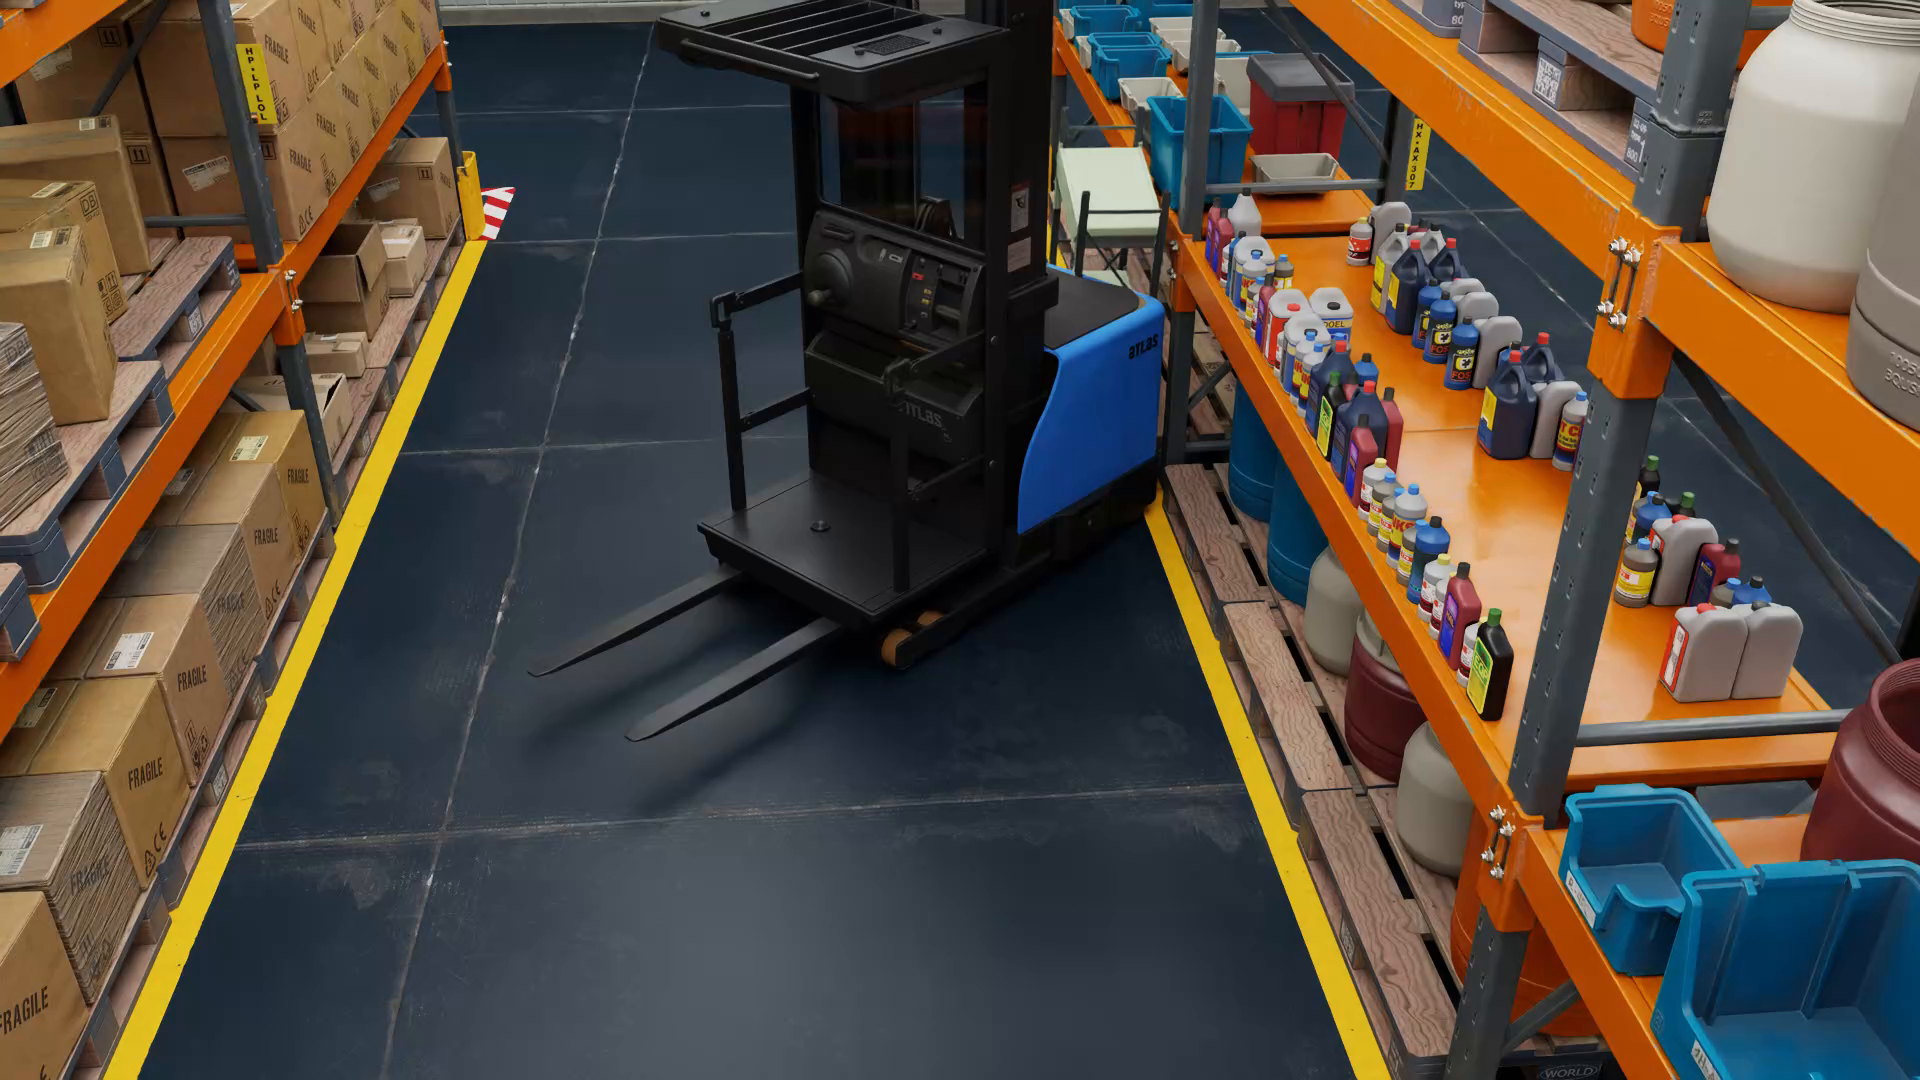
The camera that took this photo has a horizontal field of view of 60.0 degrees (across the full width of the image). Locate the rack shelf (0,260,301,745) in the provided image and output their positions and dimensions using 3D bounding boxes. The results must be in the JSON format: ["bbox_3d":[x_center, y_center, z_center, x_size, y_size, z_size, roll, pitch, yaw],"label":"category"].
[{"bbox_3d":[-3.252,-0.015,5.551,1.077,0.370,4.000,-3,31,-5],"label":"rack shelf"}]

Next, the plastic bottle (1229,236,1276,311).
[{"bbox_3d":[1.192,-1.085,6.763,0.152,0.276,0.135,-3,31,-5],"label":"plastic bottle"}]

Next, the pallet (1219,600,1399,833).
[{"bbox_3d":[1.641,0.637,6.477,1.003,0.211,1.213,-3,31,-5],"label":"pallet"}]

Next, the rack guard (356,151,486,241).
[{"bbox_3d":[-3.805,-2.275,11.071,1.175,0.500,0.348,-3,31,-5],"label":"rack guard"}]

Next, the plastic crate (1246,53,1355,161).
[{"bbox_3d":[1.660,-2.101,8.222,0.402,0.464,0.583,-3,31,-5],"label":"plastic crate"}]

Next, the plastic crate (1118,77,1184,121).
[{"bbox_3d":[1.032,-2.367,8.987,0.293,0.136,0.466,-3,31,-5],"label":"plastic crate"}]

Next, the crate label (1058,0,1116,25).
[{"bbox_3d":[0.815,-3.434,10.679,0.416,0.233,0.303,-3,31,-5],"label":"crate label"}]

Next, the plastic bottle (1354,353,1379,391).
[{"bbox_3d":[1.411,-0.526,5.831,0.097,0.271,0.097,0,31,0],"label":"plastic bottle"}]

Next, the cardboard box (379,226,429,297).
[{"bbox_3d":[-3.457,-1.643,9.828,0.500,0.250,0.500,-3,31,-5],"label":"cardboard box"}]

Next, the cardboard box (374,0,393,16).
[{"bbox_3d":[-3.396,-3.123,8.980,0.500,0.500,0.500,-2,31,-3],"label":"cardboard box"}]

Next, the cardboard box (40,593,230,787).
[{"bbox_3d":[-2.973,0.546,5.919,0.500,0.500,0.500,-4,31,-6],"label":"cardboard box"}]

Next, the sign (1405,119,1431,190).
[{"bbox_3d":[2.041,-1.724,7.442,0.100,0.325,0.005,-3,31,-5],"label":"sign"}]

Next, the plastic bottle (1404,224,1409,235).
[{"bbox_3d":[1.890,-1.251,7.113,0.097,0.201,0.097,0,31,0],"label":"plastic bottle"}]

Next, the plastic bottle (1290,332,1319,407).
[{"bbox_3d":[1.249,-0.619,5.986,0.097,0.271,0.097,0,31,0],"label":"plastic bottle"}]

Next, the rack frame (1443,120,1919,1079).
[{"bbox_3d":[1.867,0.462,4.051,1.000,3.000,0.127,-3,31,-5],"label":"rack frame"}]

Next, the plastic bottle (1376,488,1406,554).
[{"bbox_3d":[1.345,-0.065,5.127,0.097,0.201,0.097,0,31,0],"label":"plastic bottle"}]

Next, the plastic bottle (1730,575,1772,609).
[{"bbox_3d":[2.165,0.220,4.581,0.097,0.271,0.097,0,31,0],"label":"plastic bottle"}]

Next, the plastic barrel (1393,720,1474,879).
[{"bbox_3d":[1.663,0.817,5.474,0.421,0.512,0.421,0,31,0],"label":"plastic barrel"}]

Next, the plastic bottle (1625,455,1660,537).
[{"bbox_3d":[2.117,-0.149,5.188,0.061,0.283,0.133,-3,31,-5],"label":"plastic bottle"}]

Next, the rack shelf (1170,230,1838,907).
[{"bbox_3d":[1.680,-0.250,5.945,1.077,0.370,4.000,-3,31,-5],"label":"rack shelf"}]

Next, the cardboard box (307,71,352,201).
[{"bbox_3d":[-3.266,-1.922,7.945,0.500,0.500,0.500,-2,31,-4],"label":"cardboard box"}]

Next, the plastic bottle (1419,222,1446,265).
[{"bbox_3d":[1.905,-1.105,6.723,0.144,0.351,0.185,-3,31,-5],"label":"plastic bottle"}]

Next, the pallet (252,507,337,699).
[{"bbox_3d":[-3.325,0.266,7.099,1.003,0.211,1.213,-3,31,-5],"label":"pallet"}]

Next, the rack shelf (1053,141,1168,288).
[{"bbox_3d":[0.701,-1.543,7.903,0.431,0.370,0.720,-2,44,-5],"label":"rack shelf"}]

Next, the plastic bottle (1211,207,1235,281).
[{"bbox_3d":[1.115,-1.254,7.038,0.061,0.283,0.133,-3,31,-5],"label":"plastic bottle"}]

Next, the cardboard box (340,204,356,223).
[{"bbox_3d":[-3.997,-1.849,10.172,0.500,0.250,0.500,-3,31,-5],"label":"cardboard box"}]

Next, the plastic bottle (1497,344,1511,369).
[{"bbox_3d":[2.006,-0.620,6.057,0.097,0.201,0.097,0,31,0],"label":"plastic bottle"}]

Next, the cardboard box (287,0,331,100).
[{"bbox_3d":[-3.251,-2.334,7.660,0.500,0.500,0.500,-4,31,-6],"label":"cardboard box"}]

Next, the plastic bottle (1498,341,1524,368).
[{"bbox_3d":[1.958,-0.579,5.920,0.097,0.271,0.097,0,31,0],"label":"plastic bottle"}]

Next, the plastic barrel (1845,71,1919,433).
[{"bbox_3d":[1.728,-0.611,2.434,0.600,0.901,0.600,0,31,0],"label":"plastic barrel"}]

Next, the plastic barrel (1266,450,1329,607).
[{"bbox_3d":[1.594,-0.219,6.829,0.600,0.901,0.708,-3,31,-5],"label":"plastic barrel"}]

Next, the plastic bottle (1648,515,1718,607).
[{"bbox_3d":[2.105,0.043,4.874,0.152,0.276,0.135,-3,31,-5],"label":"plastic bottle"}]

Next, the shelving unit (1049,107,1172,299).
[{"bbox_3d":[0.688,-1.262,8.173,0.431,1.500,0.755,-2,44,-5],"label":"shelving unit"}]

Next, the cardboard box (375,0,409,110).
[{"bbox_3d":[-3.406,-2.694,9.238,0.500,0.500,0.500,-3,31,-4],"label":"cardboard box"}]

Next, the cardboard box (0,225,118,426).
[{"bbox_3d":[-3.212,-0.669,5.438,0.700,0.500,0.500,-11,32,-17],"label":"cardboard box"}]

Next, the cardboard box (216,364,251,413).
[{"bbox_3d":[-3.774,-0.738,8.068,0.500,0.500,0.500,-3,31,-5],"label":"cardboard box"}]

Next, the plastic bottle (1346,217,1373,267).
[{"bbox_3d":[1.730,-1.294,7.184,0.097,0.201,0.097,0,31,0],"label":"plastic bottle"}]

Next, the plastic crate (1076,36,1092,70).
[{"bbox_3d":[0.826,-2.879,9.843,0.250,0.136,0.298,-3,31,-5],"label":"plastic crate"}]

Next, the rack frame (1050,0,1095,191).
[{"bbox_3d":[1.120,-3.622,10.889,1.000,3.000,0.127,-3,31,-5],"label":"rack frame"}]

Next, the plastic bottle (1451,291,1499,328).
[{"bbox_3d":[1.946,-0.828,6.333,0.152,0.276,0.135,-3,31,-5],"label":"plastic bottle"}]

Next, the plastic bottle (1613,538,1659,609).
[{"bbox_3d":[1.983,0.090,4.867,0.097,0.201,0.097,0,31,0],"label":"plastic bottle"}]

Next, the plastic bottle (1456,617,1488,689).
[{"bbox_3d":[1.412,0.302,4.514,0.097,0.201,0.097,0,31,0],"label":"plastic bottle"}]

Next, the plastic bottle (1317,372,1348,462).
[{"bbox_3d":[1.268,-0.420,5.642,0.061,0.283,0.133,-3,31,-5],"label":"plastic bottle"}]

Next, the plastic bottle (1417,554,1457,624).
[{"bbox_3d":[1.381,0.134,4.794,0.097,0.201,0.097,0,31,0],"label":"plastic bottle"}]

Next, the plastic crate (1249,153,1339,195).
[{"bbox_3d":[1.592,-1.737,7.932,0.396,0.136,0.243,-3,31,-5],"label":"plastic crate"}]

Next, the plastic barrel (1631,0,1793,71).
[{"bbox_3d":[1.817,-1.480,3.550,0.600,0.830,0.708,-3,31,-5],"label":"plastic barrel"}]

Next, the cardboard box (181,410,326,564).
[{"bbox_3d":[-3.107,-0.222,7.205,0.500,0.500,0.500,-3,31,-5],"label":"cardboard box"}]

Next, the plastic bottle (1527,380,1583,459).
[{"bbox_3d":[2.019,-0.429,5.664,0.152,0.276,0.135,-3,31,-5],"label":"plastic bottle"}]

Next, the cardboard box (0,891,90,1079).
[{"bbox_3d":[-2.823,1.336,4.597,0.500,0.500,0.500,-1,31,-2],"label":"cardboard box"}]

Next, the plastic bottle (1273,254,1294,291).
[{"bbox_3d":[1.314,-1.069,6.808,0.097,0.201,0.097,0,31,0],"label":"plastic bottle"}]

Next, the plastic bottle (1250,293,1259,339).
[{"bbox_3d":[1.193,-0.893,6.514,0.097,0.201,0.097,0,31,0],"label":"plastic bottle"}]

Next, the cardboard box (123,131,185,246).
[{"bbox_3d":[-3.741,-1.631,7.457,0.500,0.500,0.500,-2,31,-4],"label":"cardboard box"}]

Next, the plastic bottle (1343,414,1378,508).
[{"bbox_3d":[1.298,-0.257,5.370,0.061,0.283,0.133,-3,31,-5],"label":"plastic bottle"}]

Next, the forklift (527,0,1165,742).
[{"bbox_3d":[-0.423,-1.019,6.598,1.130,2.935,3.031,25,39,35],"label":"forklift"}]

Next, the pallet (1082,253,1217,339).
[{"bbox_3d":[1.269,-1.381,9.856,1.003,0.211,1.213,-3,31,-5],"label":"pallet"}]

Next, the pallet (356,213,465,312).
[{"bbox_3d":[-3.730,-1.744,10.464,1.003,0.211,1.213,-3,31,-5],"label":"pallet"}]

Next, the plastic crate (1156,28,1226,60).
[{"bbox_3d":[1.389,-2.979,10.010,0.396,0.136,0.243,-3,31,-5],"label":"plastic crate"}]

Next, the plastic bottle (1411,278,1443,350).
[{"bbox_3d":[1.811,-0.880,6.423,0.097,0.271,0.097,0,31,0],"label":"plastic bottle"}]

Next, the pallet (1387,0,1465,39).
[{"bbox_3d":[1.773,-1.812,5.118,1.003,0.211,1.213,-3,31,-5],"label":"pallet"}]

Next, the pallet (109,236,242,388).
[{"bbox_3d":[-3.473,-0.849,6.433,1.003,0.211,1.213,-3,31,-5],"label":"pallet"}]
